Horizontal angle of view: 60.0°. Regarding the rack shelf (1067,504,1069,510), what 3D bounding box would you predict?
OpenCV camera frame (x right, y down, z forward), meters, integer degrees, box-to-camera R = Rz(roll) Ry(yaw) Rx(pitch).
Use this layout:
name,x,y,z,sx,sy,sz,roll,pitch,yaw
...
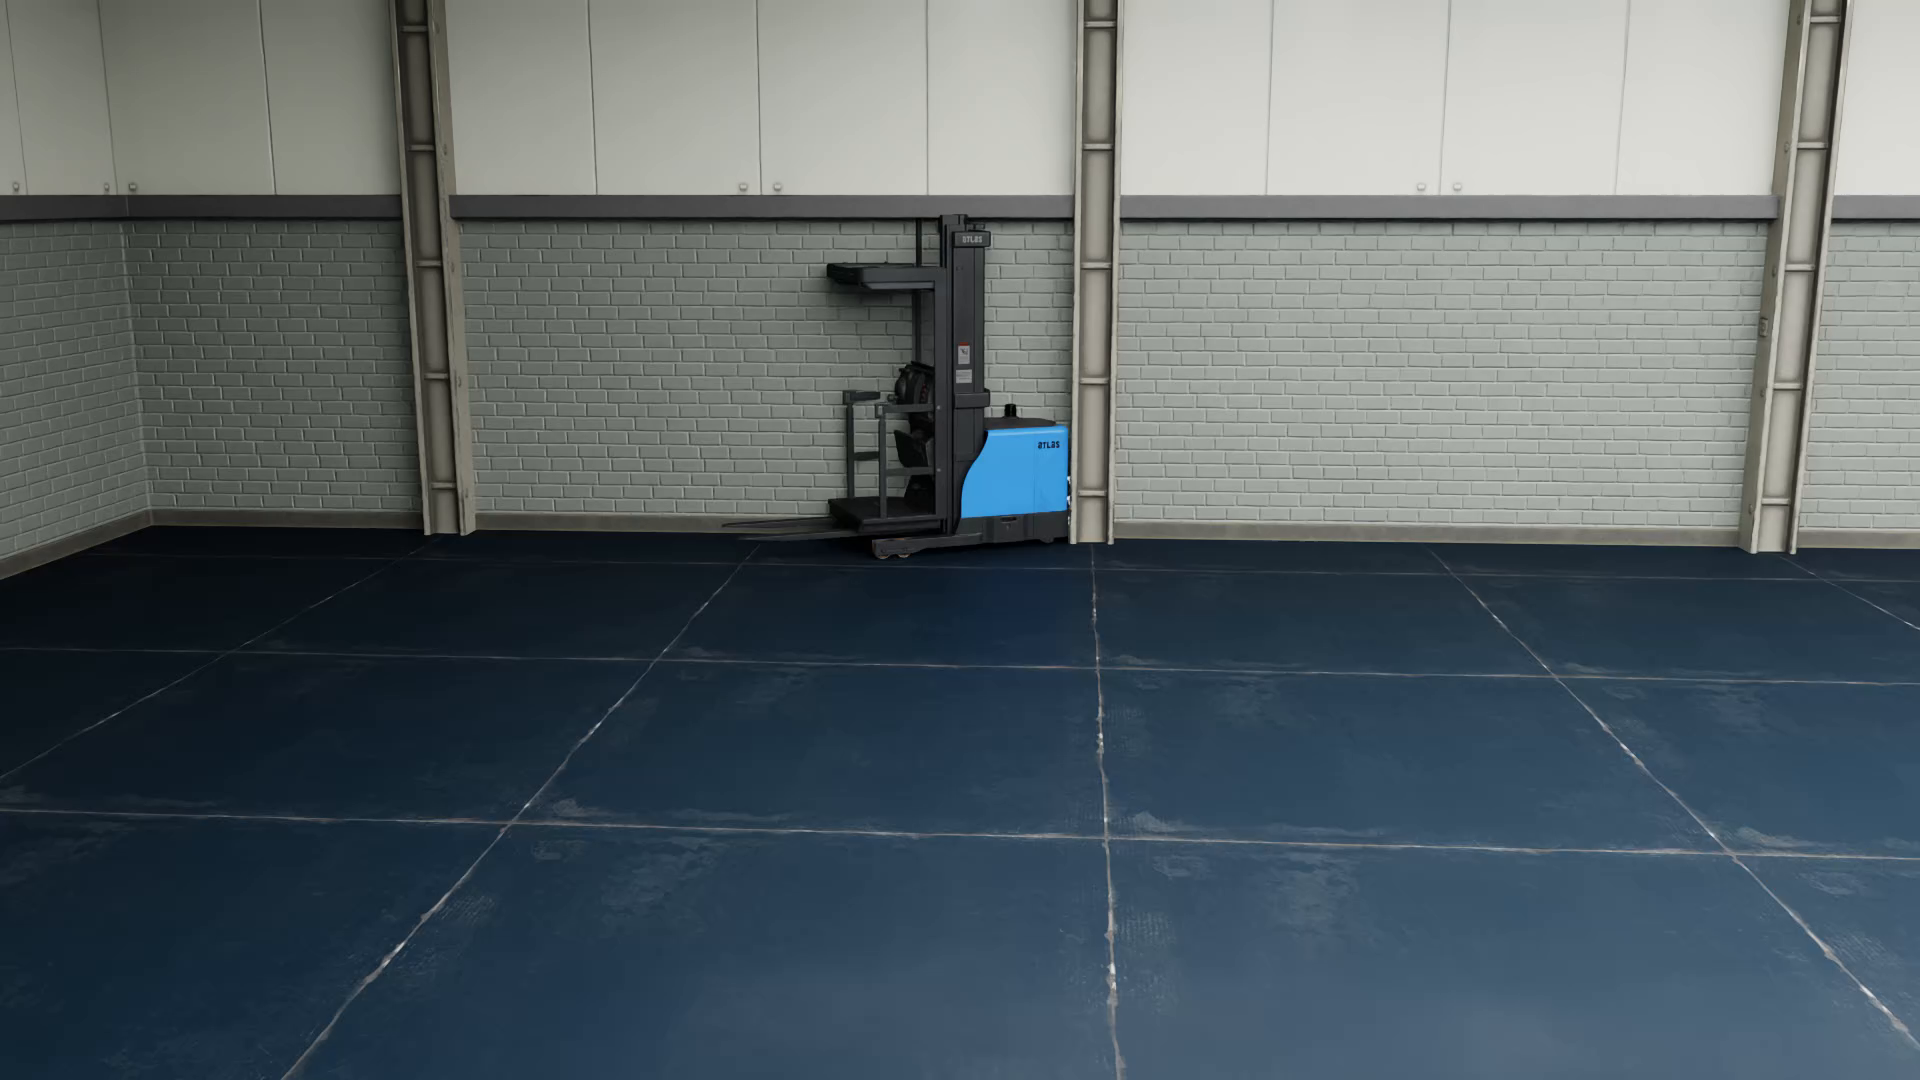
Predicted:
name,x,y,z,sx,sy,sz,roll,pitch,yaw
rack shelf,0.896,-0.284,15.163,0.200,0.077,0.258,1,6,3

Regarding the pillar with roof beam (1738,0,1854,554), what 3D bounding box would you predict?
name,x,y,z,sx,sy,sz,roll,pitch,yaw
pillar with roof beam,6.903,-3.437,9.705,0.400,9.000,9.100,1,12,4

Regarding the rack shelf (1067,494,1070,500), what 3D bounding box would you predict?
name,x,y,z,sx,sy,sz,roll,pitch,yaw
rack shelf,0.897,-0.374,15.153,0.200,0.077,0.258,1,6,3

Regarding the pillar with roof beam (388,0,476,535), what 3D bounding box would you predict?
name,x,y,z,sx,sy,sz,roll,pitch,yaw
pillar with roof beam,-5.070,-3.602,10.490,0.400,9.000,9.100,1,12,4

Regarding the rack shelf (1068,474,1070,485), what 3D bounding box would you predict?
name,x,y,z,sx,sy,sz,roll,pitch,yaw
rack shelf,0.900,-0.553,15.133,0.200,0.077,0.258,1,6,3

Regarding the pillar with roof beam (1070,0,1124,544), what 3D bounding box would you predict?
name,x,y,z,sx,sy,sz,roll,pitch,yaw
pillar with roof beam,0.916,-3.520,10.097,0.400,9.000,9.100,1,12,4

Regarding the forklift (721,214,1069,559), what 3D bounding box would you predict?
name,x,y,z,sx,sy,sz,roll,pitch,yaw
forklift,-0.588,-1.391,14.741,3.031,2.935,1.130,-4,13,-20

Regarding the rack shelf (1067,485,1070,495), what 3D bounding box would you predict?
name,x,y,z,sx,sy,sz,roll,pitch,yaw
rack shelf,0.898,-0.463,15.143,0.200,0.077,0.258,1,6,3

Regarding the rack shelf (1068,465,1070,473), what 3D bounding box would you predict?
name,x,y,z,sx,sy,sz,roll,pitch,yaw
rack shelf,0.901,-0.642,15.124,0.200,0.077,0.258,1,6,3

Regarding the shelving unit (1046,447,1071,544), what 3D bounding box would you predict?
name,x,y,z,sx,sy,sz,roll,pitch,yaw
shelving unit,0.897,-0.407,15.150,0.210,0.900,0.258,1,6,3

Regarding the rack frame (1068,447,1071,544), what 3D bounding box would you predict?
name,x,y,z,sx,sy,sz,roll,pitch,yaw
rack frame,0.999,-0.405,15.144,0.006,0.900,0.240,1,6,3
